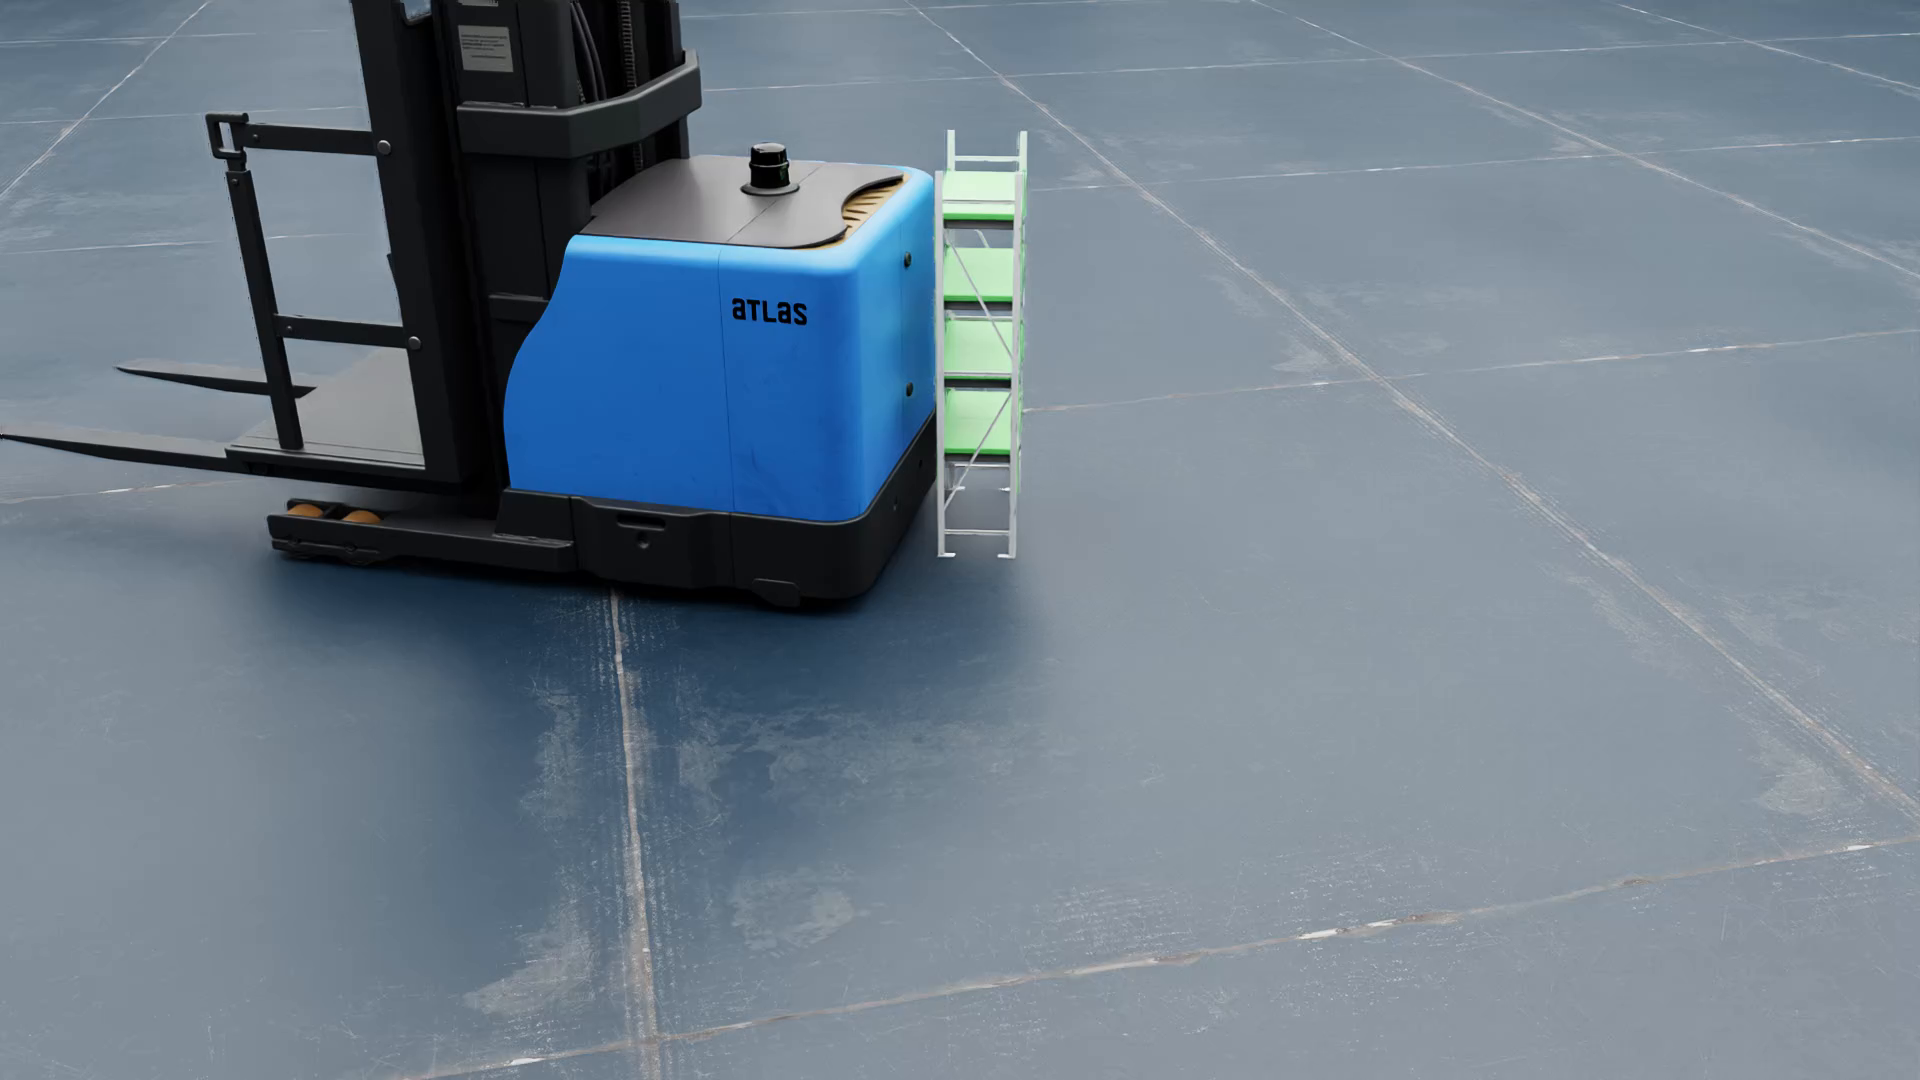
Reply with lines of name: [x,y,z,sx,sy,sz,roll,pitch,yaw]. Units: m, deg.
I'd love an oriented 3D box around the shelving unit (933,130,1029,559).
shelving unit: [0.068,-0.593,5.094,0.258,1.200,0.503,2,27,3]

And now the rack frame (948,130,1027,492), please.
rack frame: [0.083,-0.703,5.311,0.240,1.200,0.015,2,27,3]

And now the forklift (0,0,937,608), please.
forklift: [-1.634,-1.452,4.875,3.031,2.935,1.130,6,27,12]

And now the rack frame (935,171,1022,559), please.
rack frame: [0.052,-0.484,4.877,0.240,1.200,0.015,2,27,3]

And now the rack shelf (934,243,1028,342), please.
rack shelf: [0.068,-0.751,5.015,0.258,0.148,0.480,2,27,3]

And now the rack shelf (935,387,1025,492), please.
rack shelf: [0.068,-0.322,5.231,0.258,0.148,0.480,2,27,3]

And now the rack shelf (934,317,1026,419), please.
rack shelf: [0.068,-0.536,5.123,0.258,0.148,0.480,2,27,3]

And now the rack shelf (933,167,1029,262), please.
rack shelf: [0.068,-0.965,4.906,0.258,0.148,0.480,2,27,3]
